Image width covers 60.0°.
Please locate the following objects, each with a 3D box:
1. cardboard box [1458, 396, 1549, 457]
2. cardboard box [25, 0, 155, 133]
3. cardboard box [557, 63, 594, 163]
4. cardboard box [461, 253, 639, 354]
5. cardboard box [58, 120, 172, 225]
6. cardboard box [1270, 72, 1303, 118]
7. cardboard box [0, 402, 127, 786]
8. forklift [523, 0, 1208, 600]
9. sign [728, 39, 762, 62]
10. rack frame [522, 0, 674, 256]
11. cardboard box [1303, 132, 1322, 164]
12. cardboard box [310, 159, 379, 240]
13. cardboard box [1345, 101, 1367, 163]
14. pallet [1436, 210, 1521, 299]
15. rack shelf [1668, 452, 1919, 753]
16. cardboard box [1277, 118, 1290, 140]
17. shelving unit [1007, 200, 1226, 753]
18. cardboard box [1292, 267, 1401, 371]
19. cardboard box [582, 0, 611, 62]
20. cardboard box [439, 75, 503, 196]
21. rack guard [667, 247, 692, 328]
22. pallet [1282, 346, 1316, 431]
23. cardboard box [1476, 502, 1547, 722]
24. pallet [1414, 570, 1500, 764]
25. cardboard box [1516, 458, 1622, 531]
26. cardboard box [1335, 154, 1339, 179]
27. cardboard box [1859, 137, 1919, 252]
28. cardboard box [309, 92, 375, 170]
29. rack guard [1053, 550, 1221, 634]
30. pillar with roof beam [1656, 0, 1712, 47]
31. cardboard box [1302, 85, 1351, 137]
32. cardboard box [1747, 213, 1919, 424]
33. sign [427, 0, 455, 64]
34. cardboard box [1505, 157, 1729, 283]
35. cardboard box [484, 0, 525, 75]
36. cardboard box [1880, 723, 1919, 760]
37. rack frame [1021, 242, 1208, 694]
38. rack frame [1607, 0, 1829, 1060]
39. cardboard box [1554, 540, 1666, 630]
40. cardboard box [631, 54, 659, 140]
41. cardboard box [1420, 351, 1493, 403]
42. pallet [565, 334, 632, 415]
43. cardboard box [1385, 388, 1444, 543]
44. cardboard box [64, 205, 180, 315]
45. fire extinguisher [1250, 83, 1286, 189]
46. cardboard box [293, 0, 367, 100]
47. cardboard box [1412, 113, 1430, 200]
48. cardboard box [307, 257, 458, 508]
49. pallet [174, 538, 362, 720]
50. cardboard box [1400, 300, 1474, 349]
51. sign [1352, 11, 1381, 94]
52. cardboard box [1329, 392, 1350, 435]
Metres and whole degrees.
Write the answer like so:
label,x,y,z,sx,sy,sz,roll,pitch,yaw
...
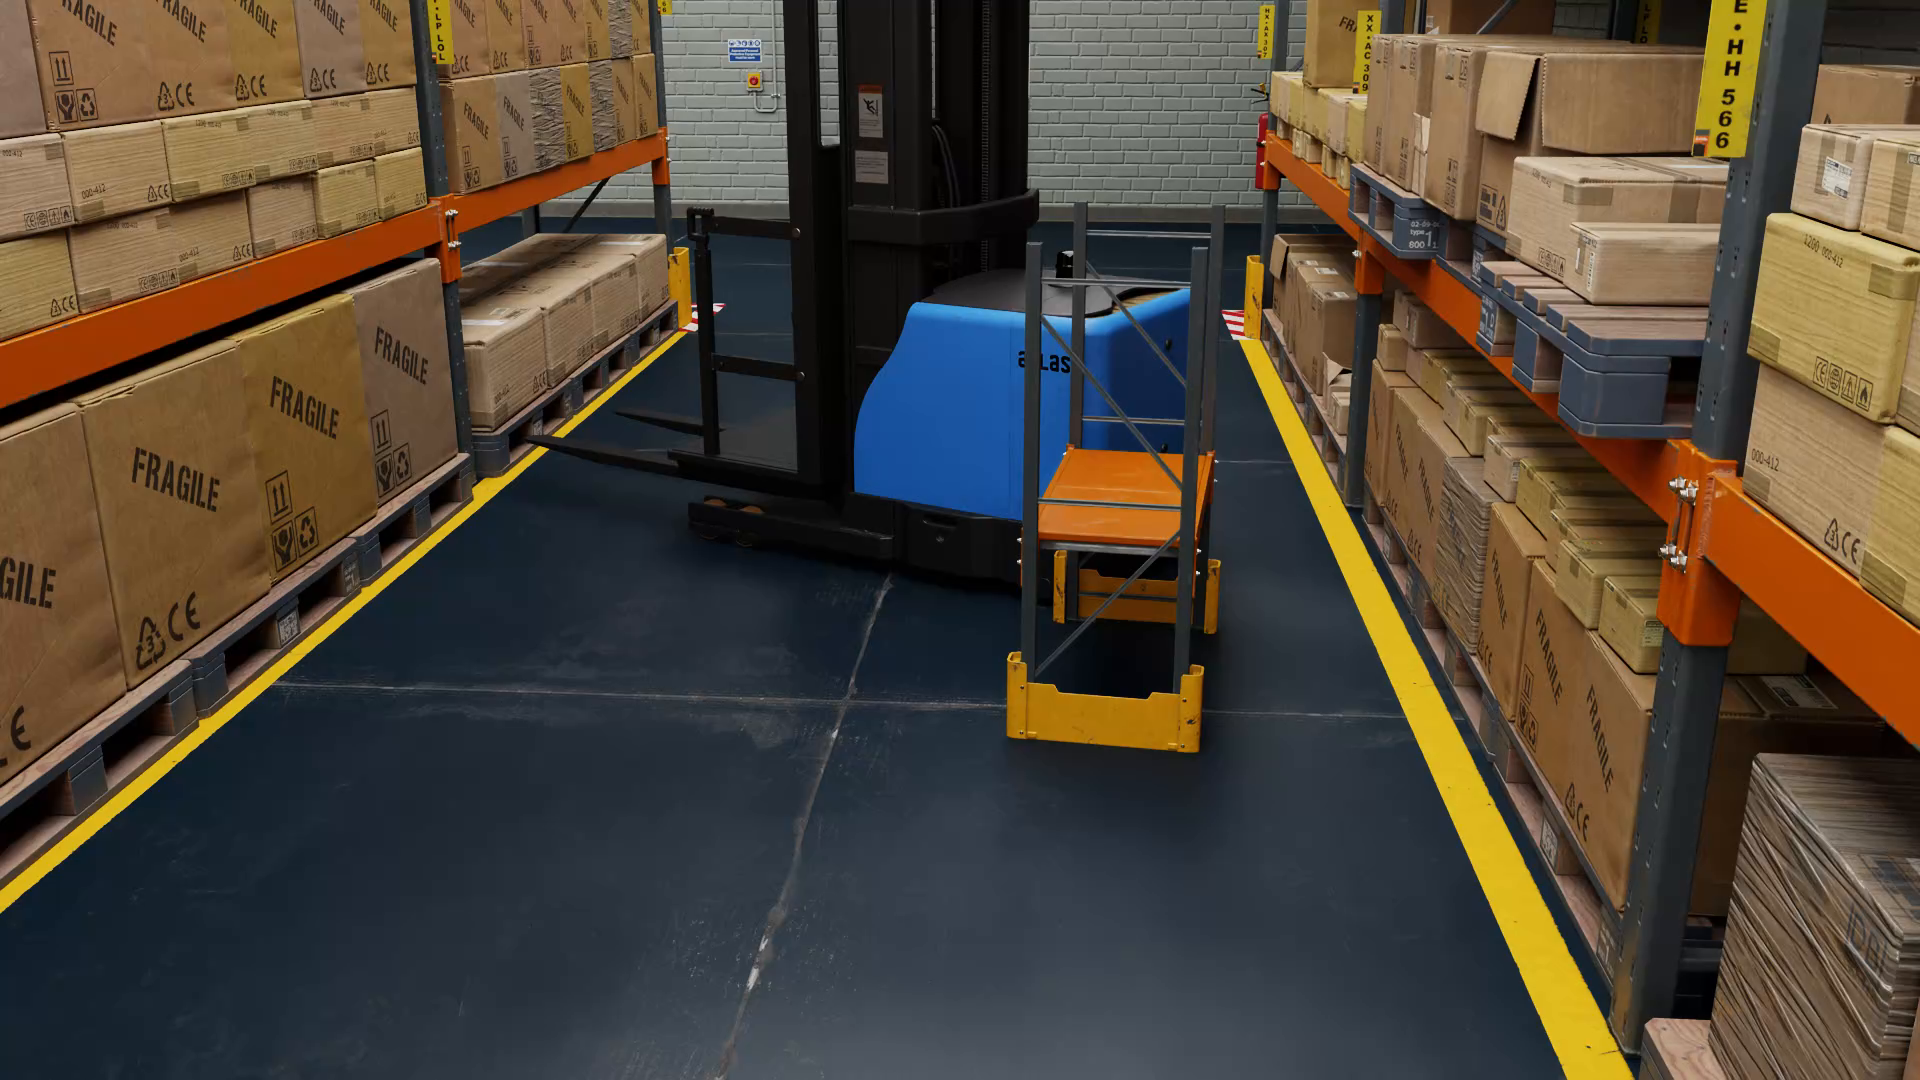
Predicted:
label,x,y,z,sx,sy,sz,roll,pitch,yaw
cardboard box,1.884,-0.377,5.554,0.380,0.149,0.250,2,18,6
cardboard box,-2.674,-1.422,4.678,0.500,0.500,0.500,2,18,5
cardboard box,-2.331,-2.337,9.077,0.500,0.500,0.500,2,18,6
cardboard box,-2.463,-1.412,9.855,0.875,0.438,0.875,2,18,5
cardboard box,-2.663,-1.070,4.809,0.500,0.250,0.500,1,18,4
cardboard box,2.192,-2.747,10.252,0.500,0.250,0.500,1,18,4
cardboard box,-2.899,0.161,4.353,0.875,0.875,0.875,1,18,3
forklift,-0.538,-1.493,6.773,3.031,2.935,1.130,11,21,29
sign,-2.121,-4.822,16.387,0.327,0.218,0.001,1,18,4
rack frame,-2.458,-2.921,11.021,1.000,3.000,0.127,1,18,4
cardboard box,2.056,-2.115,8.964,0.380,0.149,0.250,2,18,5
cardboard box,-2.563,-1.305,6.328,0.500,0.250,0.500,1,18,3
cardboard box,2.000,-1.803,7.372,0.500,0.250,0.500,2,18,5
pallet,2.055,-0.840,4.978,1.003,0.211,1.213,1,18,4
rack shelf,1.776,0.636,1.320,1.077,0.370,4.000,1,18,4
cardboard box,2.196,-2.596,10.433,0.380,0.149,0.250,1,18,3
shelving unit,0.532,-0.257,5.298,0.587,1.500,1.083,4,18,11
cardboard box,2.117,-1.209,9.135,0.500,0.500,0.500,2,18,5
cardboard box,-2.302,-2.972,9.411,0.500,0.500,0.500,1,18,4
cardboard box,-2.450,-1.866,7.641,0.500,0.500,0.500,2,18,6
rack guard,-2.456,-1.741,11.433,1.175,0.500,0.348,1,18,4
pallet,2.341,-0.837,9.140,1.003,0.211,1.213,1,18,4
cardboard box,1.817,0.207,4.813,0.500,0.500,0.500,2,18,6
pallet,2.101,0.389,5.397,1.003,0.211,1.213,1,18,4
cardboard box,1.836,-0.131,4.803,0.380,0.149,0.250,1,18,3
cardboard box,2.015,-1.798,7.997,0.380,0.149,0.250,2,18,5
cardboard box,1.585,-0.508,2.452,0.380,0.149,0.250,2,18,5
cardboard box,-2.562,-1.548,6.267,0.500,0.250,0.500,2,18,5
rack guard,0.630,0.185,5.956,0.587,0.250,0.087,4,18,11
pillar with roof beam,-1.139,-4.712,6.853,9.100,9.000,0.400,1,18,4
cardboard box,2.108,-2.274,8.807,0.500,0.250,0.500,1,18,2
cardboard box,1.619,-0.362,2.647,0.500,0.250,0.500,1,18,4
sign,-2.203,-2.183,7.034,0.100,0.325,0.005,1,18,4
cardboard box,1.672,-0.790,4.084,0.500,0.250,0.500,0,18,1
cardboard box,-2.427,-2.501,7.972,0.500,0.500,0.500,1,18,3
cardboard box,2.229,0.537,3.808,0.500,0.500,0.500,2,18,6
rack frame,0.431,-0.099,4.815,0.500,1.500,0.032,4,18,11
rack frame,1.920,-0.327,3.104,1.000,3.000,0.127,1,18,4
cardboard box,1.691,0.108,4.073,0.380,0.149,0.250,0,18,1
cardboard box,-2.229,-2.813,10.531,0.500,0.500,0.500,1,18,4
cardboard box,1.966,-0.616,6.284,0.380,0.149,0.250,0,18,1
pallet,-2.527,-0.968,9.539,1.003,0.211,1.213,1,18,4
cardboard box,1.919,-0.270,6.271,0.500,0.500,0.500,1,18,3
cardboard box,-2.683,-0.835,4.893,0.500,0.250,0.500,2,18,6
fire extinguisher,2.043,-2.654,10.928,0.296,0.674,0.183,1,18,4
cardboard box,-2.556,-1.896,6.127,0.500,0.500,0.500,2,18,5
cardboard box,1.724,-1.282,5.560,0.396,0.266,0.258,2,18,7
cardboard box,-2.709,-0.675,6.902,0.875,0.875,0.875,2,18,6
pallet,-2.810,0.267,5.768,1.003,0.211,1.213,1,18,4
cardboard box,1.945,-0.843,6.500,0.380,0.149,0.250,0,18,1
sign,1.665,-1.991,6.790,0.100,0.325,0.005,1,18,4
cardboard box,1.953,-0.594,7.822,0.380,0.149,0.250,1,18,2
